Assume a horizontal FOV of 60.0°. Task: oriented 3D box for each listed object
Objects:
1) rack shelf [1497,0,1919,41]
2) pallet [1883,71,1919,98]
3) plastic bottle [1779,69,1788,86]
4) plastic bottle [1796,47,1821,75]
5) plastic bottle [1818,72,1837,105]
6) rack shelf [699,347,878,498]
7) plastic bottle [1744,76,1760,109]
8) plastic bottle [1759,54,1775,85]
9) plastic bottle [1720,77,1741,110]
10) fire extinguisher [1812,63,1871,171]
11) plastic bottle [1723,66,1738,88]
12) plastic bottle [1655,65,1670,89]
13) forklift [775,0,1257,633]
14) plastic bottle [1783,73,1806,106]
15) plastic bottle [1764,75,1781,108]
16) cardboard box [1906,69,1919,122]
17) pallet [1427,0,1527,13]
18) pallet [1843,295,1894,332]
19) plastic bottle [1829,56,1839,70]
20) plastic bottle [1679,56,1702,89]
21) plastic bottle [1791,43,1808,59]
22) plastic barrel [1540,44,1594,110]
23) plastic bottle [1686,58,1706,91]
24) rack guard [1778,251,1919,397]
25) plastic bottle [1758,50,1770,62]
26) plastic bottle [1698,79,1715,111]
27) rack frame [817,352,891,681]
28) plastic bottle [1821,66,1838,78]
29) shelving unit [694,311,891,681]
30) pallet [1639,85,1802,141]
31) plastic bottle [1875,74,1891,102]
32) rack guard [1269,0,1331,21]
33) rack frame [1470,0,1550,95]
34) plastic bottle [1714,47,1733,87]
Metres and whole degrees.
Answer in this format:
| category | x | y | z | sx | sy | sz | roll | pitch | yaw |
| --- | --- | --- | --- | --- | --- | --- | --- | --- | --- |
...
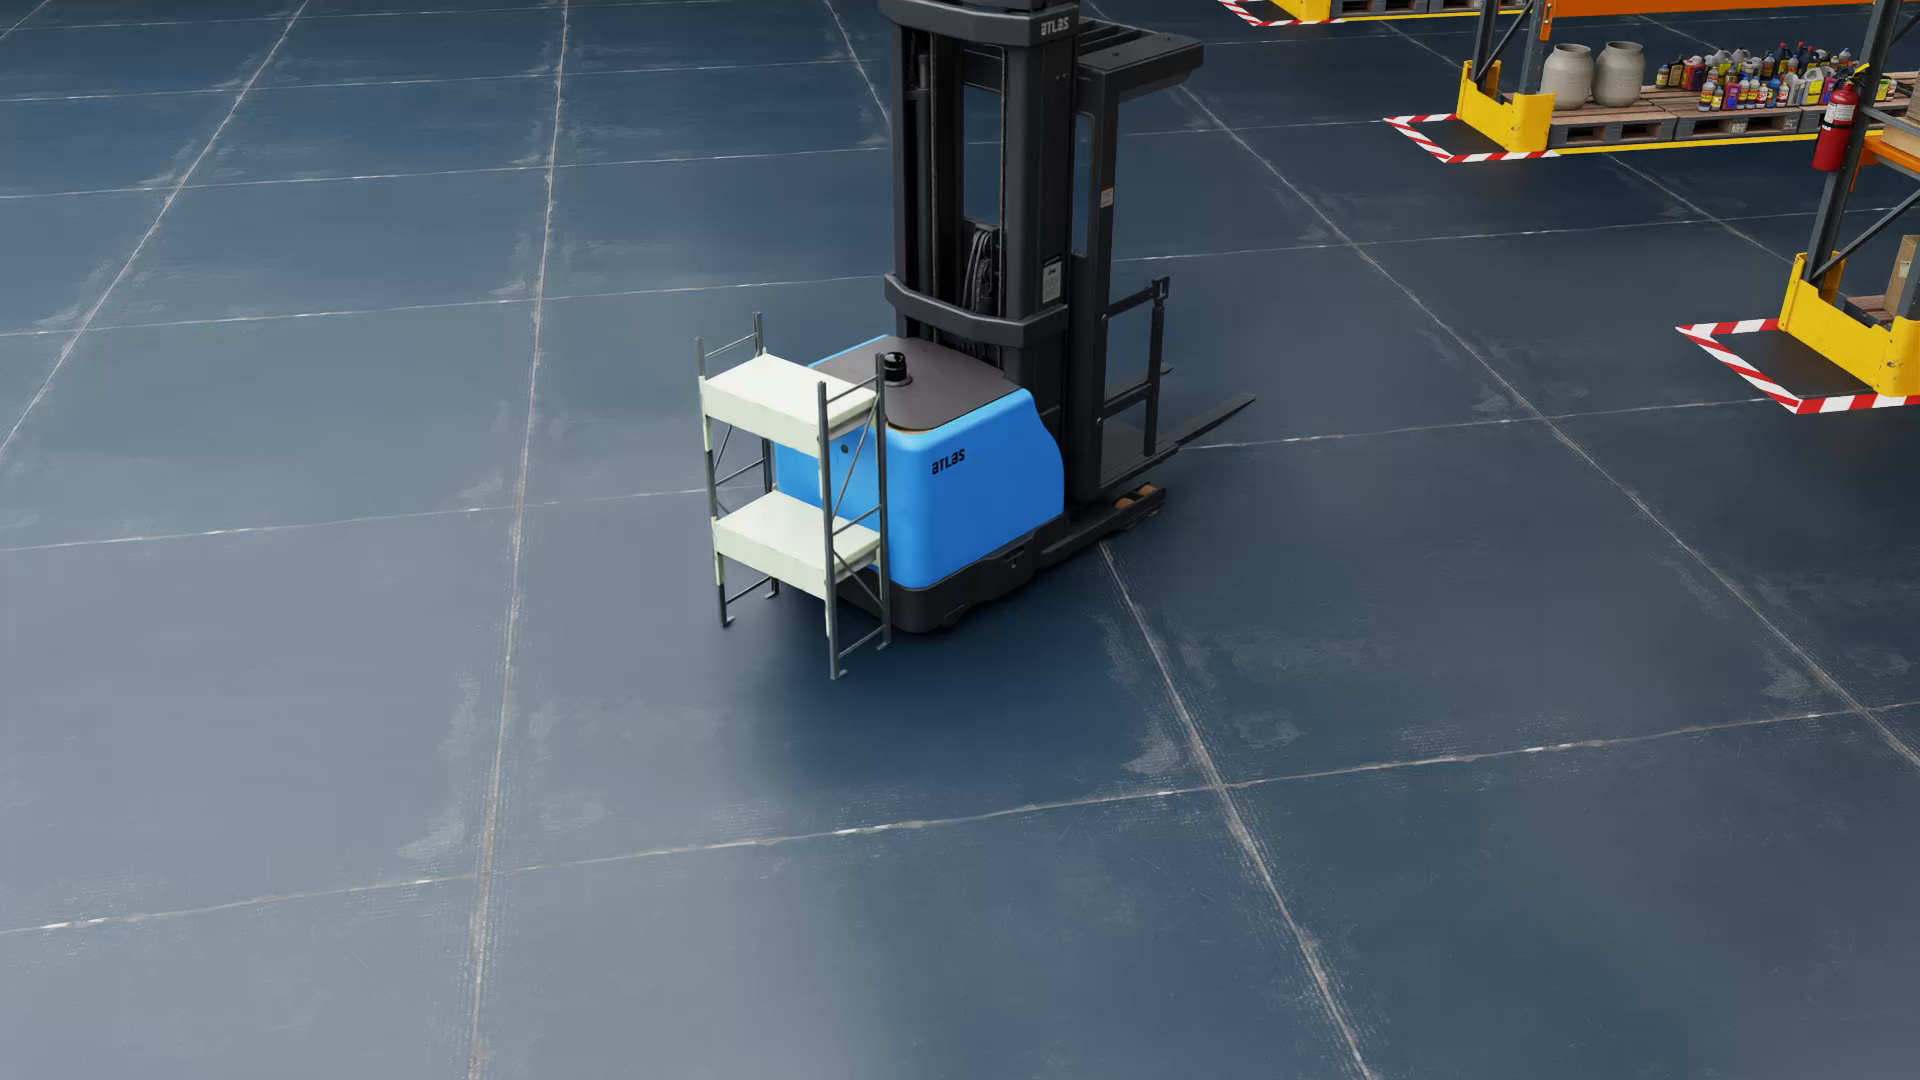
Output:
| category | x | y | z | sx | sy | sz | roll | pitch | yaw |
| --- | --- | --- | --- | --- | --- | --- | --- | --- | --- |
| rack shelf | 6.767 | -4.809 | 14.679 | 4.000 | 0.370 | 1.077 | -5 | 31 | -9 |
| pallet | 9.499 | -4.191 | 15.668 | 1.213 | 0.211 | 1.003 | -5 | 31 | -9 |
| plastic bottle | 7.466 | -4.111 | 15.028 | 0.133 | 0.283 | 0.061 | -5 | 31 | -9 |
| plastic bottle | 7.891 | -4.411 | 15.471 | 0.185 | 0.351 | 0.144 | -5 | 31 | -9 |
| plastic bottle | 7.811 | -4.065 | 14.949 | 0.133 | 0.283 | 0.061 | -3 | 31 | -6 |
| rack shelf | -0.748 | -0.533 | 7.407 | 0.720 | 0.370 | 0.431 | 22 | 37 | 32 |
| plastic bottle | 7.074 | -4.000 | 14.852 | 0.097 | 0.271 | 0.097 | 0 | 30 | 0 |
| plastic bottle | 7.542 | -4.399 | 15.529 | 0.097 | 0.271 | 0.097 | 0 | 30 | 0 |
| plastic bottle | 6.865 | -3.977 | 14.800 | 0.133 | 0.283 | 0.061 | -5 | 31 | -8 |
| fire extinguisher | 5.496 | -2.653 | 10.379 | 0.183 | 0.674 | 0.296 | -5 | 31 | -9 |
| plastic bottle | 7.143 | -4.289 | 15.411 | 0.097 | 0.201 | 0.097 | 0 | 30 | 0 |
| plastic bottle | 6.527 | -4.306 | 15.440 | 0.097 | 0.201 | 0.097 | 0 | 30 | 0 |
| forklift | 0.461 | -1.479 | 8.373 | 1.130 | 2.935 | 3.031 | 26 | 39 | 36 |
| plastic bottle | 7.485 | -4.055 | 14.939 | 0.135 | 0.276 | 0.152 | -5 | 31 | -8 |
| plastic bottle | 7.274 | -4.019 | 14.883 | 0.097 | 0.271 | 0.097 | 0 | 30 | 0 |
| cardboard box | 6.237 | -2.675 | 9.947 | 0.500 | 0.500 | 0.875 | -5 | 31 | -9 |
| pallet | 5.853 | -6.405 | 19.434 | 1.213 | 0.211 | 1.003 | -5 | 31 | -9 |
| pallet | 6.572 | -1.328 | 10.801 | 1.213 | 0.211 | 1.003 | -5 | 31 | -9 |
| plastic bottle | 8.242 | -4.465 | 15.711 | 0.097 | 0.201 | 0.097 | 0 | 30 | 0 |
| plastic bottle | 6.780 | -4.347 | 15.437 | 0.135 | 0.276 | 0.152 | -5 | 31 | -9 |
| plastic bottle | 7.865 | -4.482 | 15.593 | 0.185 | 0.351 | 0.144 | -4 | 31 | -8 |
| plastic barrel | 5.433 | -4.143 | 14.877 | 0.421 | 0.512 | 0.421 | 0 | 30 | 0 |
| plastic bottle | 6.799 | -4.298 | 15.345 | 0.133 | 0.283 | 0.061 | -5 | 31 | -9 |
| rack guard | 5.766 | -1.396 | 10.631 | 0.348 | 0.500 | 1.175 | -5 | 31 | -9 |
| plastic bottle | 7.510 | -4.442 | 15.591 | 0.133 | 0.283 | 0.061 | -4 | 31 | -7 |
| plastic bottle | 6.639 | -3.960 | 14.783 | 0.097 | 0.271 | 0.097 | 0 | 30 | 0 |
| rack frame | -0.461 | -0.081 | 7.409 | 0.023 | 1.500 | 0.400 | 22 | 37 | 32 |
| plastic bottle | 7.912 | -4.169 | 15.133 | 0.135 | 0.276 | 0.152 | -5 | 31 | -9 |
| shelving unit | -0.748 | -0.197 | 7.605 | 0.755 | 1.500 | 0.431 | 22 | 37 | 32 |
| pallet | 6.863 | -3.946 | 15.252 | 1.213 | 0.211 | 1.003 | -5 | 31 | -9 |
| plastic bottle | 8.320 | -4.112 | 15.029 | 0.133 | 0.283 | 0.061 | -4 | 31 | -6 |
| rack guard | 3.887 | -6.327 | 19.016 | 0.348 | 0.500 | 1.175 | -5 | 31 | -9 |
| rack frame | 4.799 | -4.936 | 14.186 | 0.127 | 3.000 | 1.000 | -5 | 31 | -9 |
| plastic bottle | 7.078 | -4.409 | 15.469 | 0.185 | 0.351 | 0.144 | -4 | 31 | -7 |
